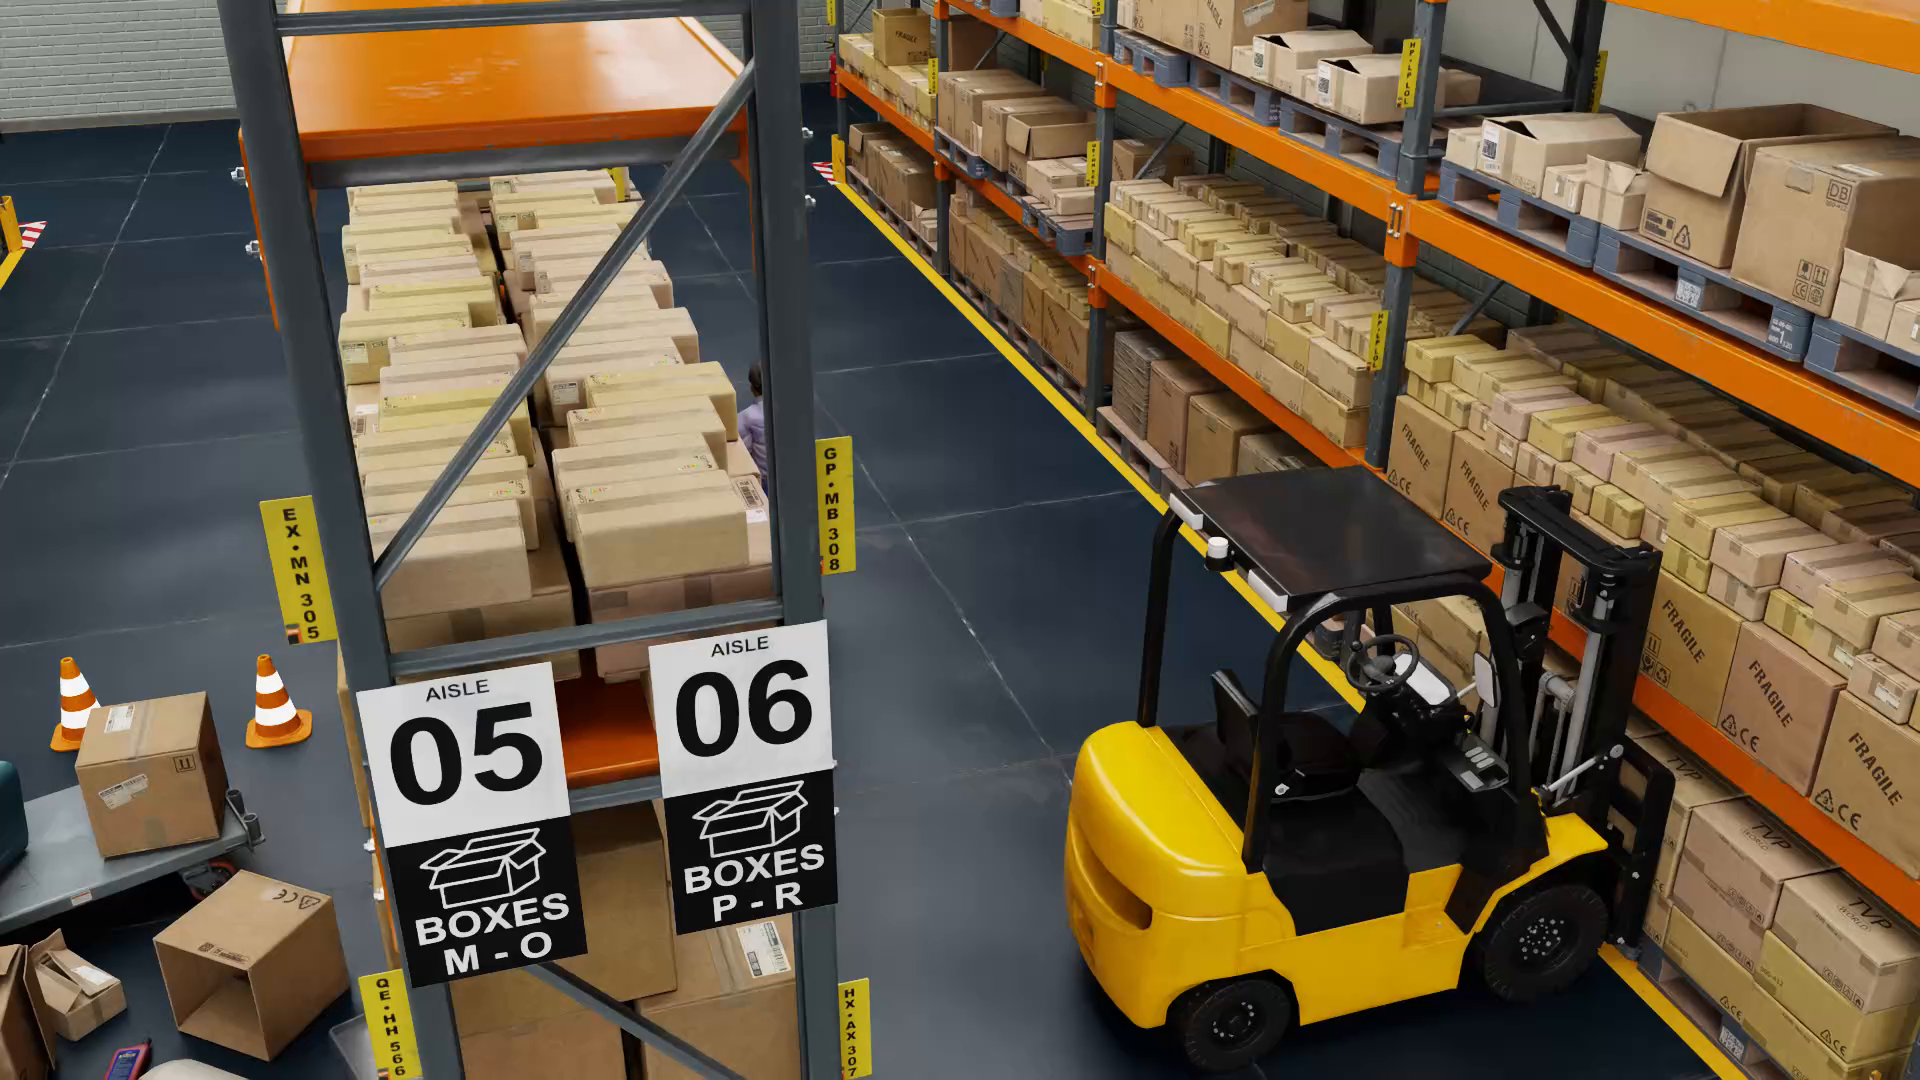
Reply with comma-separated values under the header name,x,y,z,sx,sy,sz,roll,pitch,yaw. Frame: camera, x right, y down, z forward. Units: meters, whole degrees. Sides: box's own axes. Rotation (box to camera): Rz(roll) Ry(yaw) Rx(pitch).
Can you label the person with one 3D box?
name,x,y,z,sx,sy,sz,roll,pitch,yaw
person,-1.095,-0.279,9.934,0.564,1.637,0.423,-10,28,-19
